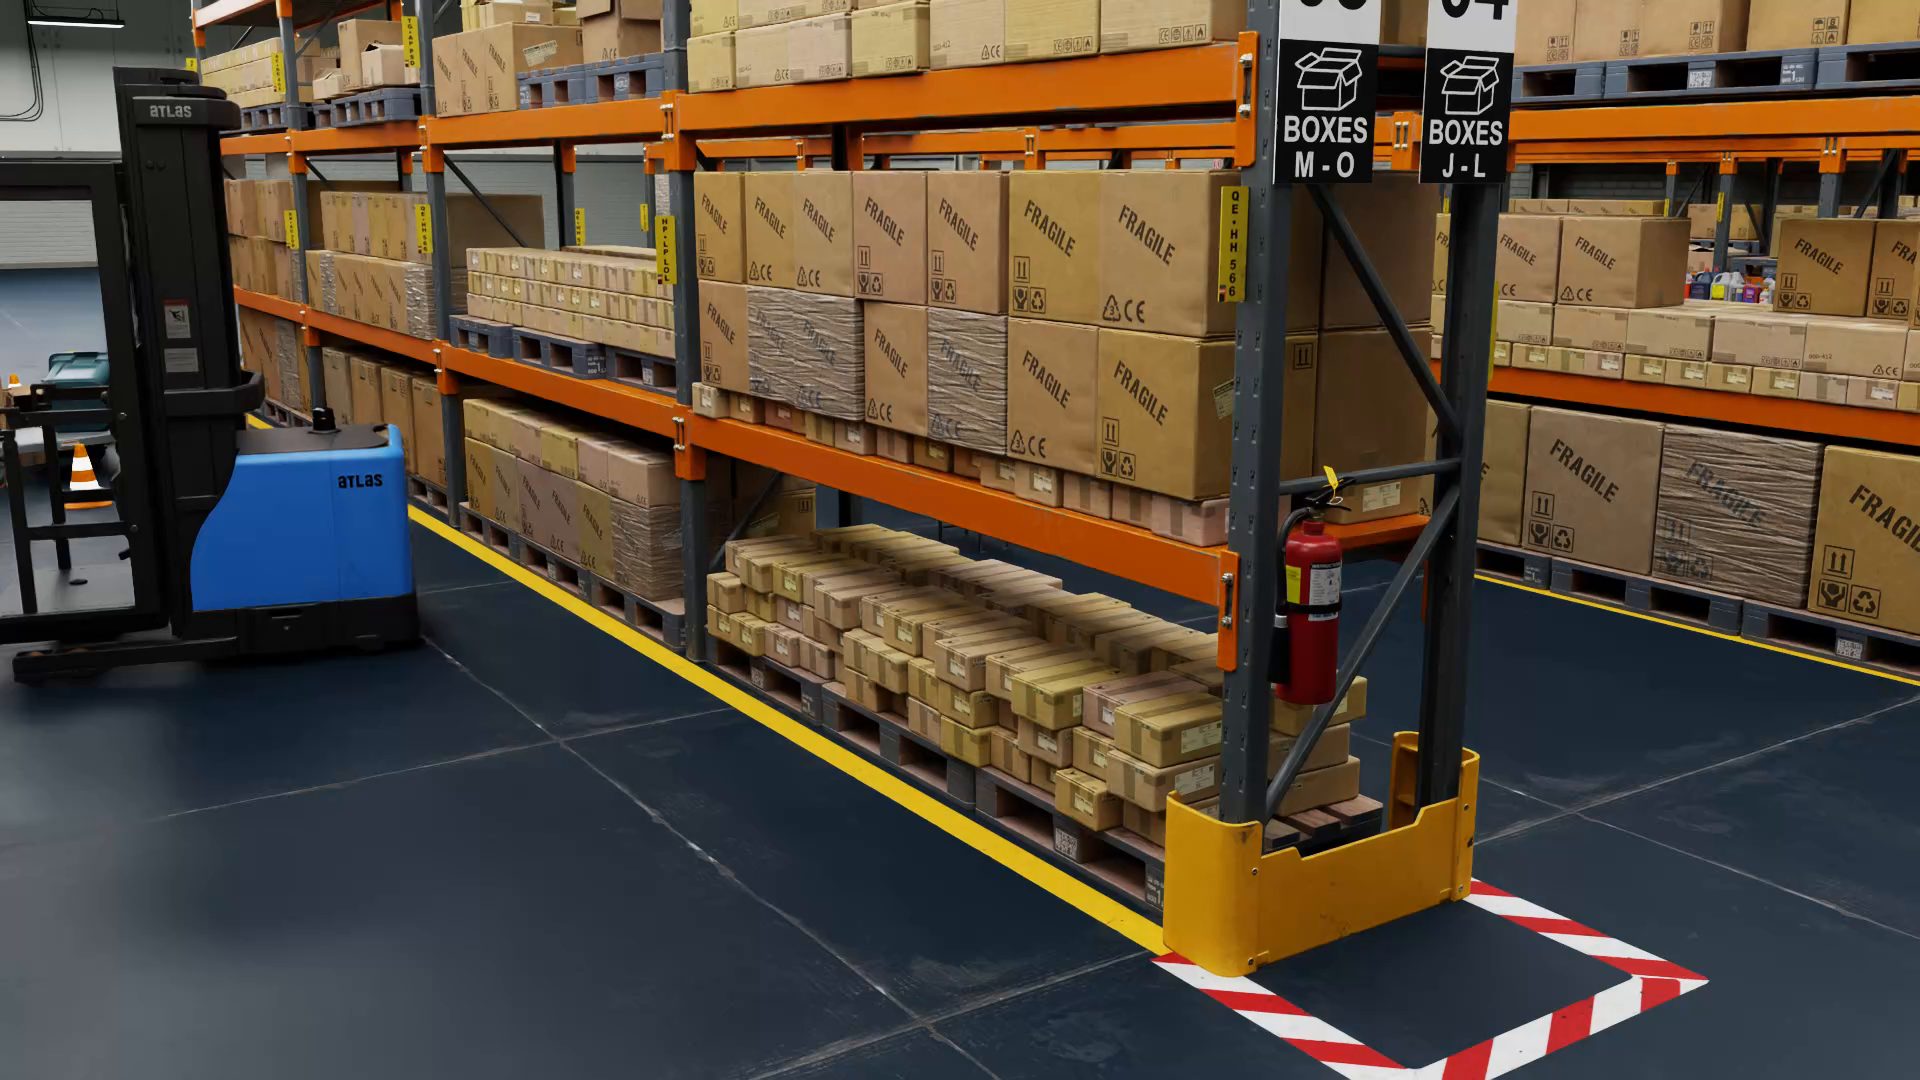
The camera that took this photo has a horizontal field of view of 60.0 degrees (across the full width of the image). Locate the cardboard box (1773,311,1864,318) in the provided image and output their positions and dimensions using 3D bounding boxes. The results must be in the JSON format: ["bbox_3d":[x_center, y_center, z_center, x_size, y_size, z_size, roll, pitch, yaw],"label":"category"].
[{"bbox_3d":[4.831,-1.129,9.157,0.500,0.250,0.500,-9,15,-35],"label":"cardboard box"}]

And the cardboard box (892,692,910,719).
[{"bbox_3d":[-0.064,0.654,7.042,0.380,0.149,0.250,-8,14,-31],"label":"cardboard box"}]

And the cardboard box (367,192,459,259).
[{"bbox_3d":[-4.268,-2.502,13.206,0.700,0.500,0.500,-8,15,-33],"label":"cardboard box"}]

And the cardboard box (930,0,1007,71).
[{"bbox_3d":[0.231,-1.810,5.948,0.500,0.250,0.500,-7,14,-30],"label":"cardboard box"}]

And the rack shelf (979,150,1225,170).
[{"bbox_3d":[1.808,-4.948,21.630,1.077,0.370,4.000,-8,15,-33],"label":"rack shelf"}]

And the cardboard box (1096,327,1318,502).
[{"bbox_3d":[0.793,-0.433,5.388,0.500,0.500,0.500,-8,15,-32],"label":"cardboard box"}]

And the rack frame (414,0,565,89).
[{"bbox_3d":[-3.176,-4.542,11.070,1.000,3.000,0.127,-8,15,-33],"label":"rack frame"}]

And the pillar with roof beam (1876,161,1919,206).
[{"bbox_3d":[9.795,-6.695,20.911,9.100,9.000,0.400,-8,15,-33],"label":"pillar with roof beam"}]

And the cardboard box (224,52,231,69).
[{"bbox_3d":[-6.985,-4.697,16.304,0.380,0.149,0.250,-8,15,-33],"label":"cardboard box"}]

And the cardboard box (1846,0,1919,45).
[{"bbox_3d":[4.897,-2.727,8.337,0.700,0.500,0.500,-9,15,-35],"label":"cardboard box"}]

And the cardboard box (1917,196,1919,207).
[{"bbox_3d":[13.163,-4.578,22.494,0.380,0.149,0.250,-11,16,-40],"label":"cardboard box"}]

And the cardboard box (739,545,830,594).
[{"bbox_3d":[-0.838,0.138,8.005,0.380,0.149,0.250,-7,14,-30],"label":"cardboard box"}]

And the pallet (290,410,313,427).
[{"bbox_3d":[-5.749,-1.105,15.922,1.003,0.211,1.213,-8,15,-33],"label":"pallet"}]

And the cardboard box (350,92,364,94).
[{"bbox_3d":[-4.532,-3.619,12.966,0.396,0.266,0.258,-8,15,-33],"label":"cardboard box"}]

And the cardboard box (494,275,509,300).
[{"bbox_3d":[-2.773,-1.635,10.724,0.380,0.149,0.250,-9,15,-35],"label":"cardboard box"}]

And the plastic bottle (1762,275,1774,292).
[{"bbox_3d":[7.165,-2.209,14.744,0.097,0.271,0.097,0,12,0],"label":"plastic bottle"}]

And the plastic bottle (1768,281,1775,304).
[{"bbox_3d":[6.861,-2.027,13.900,0.152,0.276,0.135,-8,15,-33],"label":"plastic bottle"}]

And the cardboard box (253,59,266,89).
[{"bbox_3d":[-6.159,-4.262,15.245,0.500,0.250,0.500,-8,15,-33],"label":"cardboard box"}]

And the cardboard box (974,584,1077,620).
[{"bbox_3d":[0.284,0.309,7.223,0.380,0.149,0.250,-8,15,-33],"label":"cardboard box"}]

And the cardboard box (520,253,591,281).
[{"bbox_3d":[-2.500,-1.693,10.295,0.380,0.149,0.250,-7,14,-30],"label":"cardboard box"}]

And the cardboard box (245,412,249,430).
[{"bbox_3d":[-7.107,-1.258,15.938,0.500,0.500,0.500,-5,13,-23],"label":"cardboard box"}]

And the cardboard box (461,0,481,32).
[{"bbox_3d":[-2.896,-3.304,10.400,0.396,0.266,0.258,-8,15,-33],"label":"cardboard box"}]

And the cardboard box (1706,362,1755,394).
[{"bbox_3d":[4.258,-0.887,8.986,0.380,0.149,0.250,-8,15,-33],"label":"cardboard box"}]

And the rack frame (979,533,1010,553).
[{"bbox_3d":[0.227,-0.513,10.901,0.240,1.200,0.015,-8,15,-33],"label":"rack frame"}]

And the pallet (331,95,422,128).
[{"bbox_3d":[-4.199,-3.292,12.813,1.003,0.211,1.213,-7,14,-30],"label":"pallet"}]

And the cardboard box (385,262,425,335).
[{"bbox_3d":[-3.925,-1.798,12.327,0.500,0.500,0.500,-8,15,-33],"label":"cardboard box"}]

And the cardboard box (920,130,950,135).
[{"bbox_3d":[-0.021,-3.805,15.069,0.500,0.250,0.500,-8,14,-31],"label":"cardboard box"}]

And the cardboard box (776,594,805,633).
[{"bbox_3d":[-0.646,0.318,7.882,0.380,0.149,0.250,-8,15,-33],"label":"cardboard box"}]

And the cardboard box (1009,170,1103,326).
[{"bbox_3d":[0.515,-1.014,5.705,0.500,0.500,0.500,-9,15,-35],"label":"cardboard box"}]

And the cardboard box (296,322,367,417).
[{"bbox_3d":[-5.683,-1.610,15.695,0.875,0.875,0.875,-8,15,-32],"label":"cardboard box"}]

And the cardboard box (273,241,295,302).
[{"bbox_3d":[-5.930,-2.556,15.676,0.875,0.550,0.550,-8,15,-33],"label":"cardboard box"}]

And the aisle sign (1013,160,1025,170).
[{"bbox_3d":[0.907,-5.508,23.442,0.394,0.787,0.004,-8,15,-33],"label":"aisle sign"}]

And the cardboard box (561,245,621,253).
[{"bbox_3d":[-2.523,-1.952,11.479,0.380,0.149,0.250,-9,15,-35],"label":"cardboard box"}]

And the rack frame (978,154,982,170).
[{"bbox_3d":[0.700,-4.190,23.500,1.000,3.000,0.127,-8,15,-33],"label":"rack frame"}]

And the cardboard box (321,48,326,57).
[{"bbox_3d":[-5.878,-4.595,15.838,0.380,0.149,0.250,-8,15,-32],"label":"cardboard box"}]

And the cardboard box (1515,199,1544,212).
[{"bbox_3d":[9.508,-5.363,27.414,0.500,0.500,0.500,-9,15,-35],"label":"cardboard box"}]

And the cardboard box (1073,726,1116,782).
[{"bbox_3d":[0.626,0.740,5.949,0.380,0.149,0.250,-9,15,-34],"label":"cardboard box"}]

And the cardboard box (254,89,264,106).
[{"bbox_3d":[-6.286,-4.083,15.360,0.380,0.149,0.250,-8,15,-33],"label":"cardboard box"}]

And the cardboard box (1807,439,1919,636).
[{"bbox_3d":[5.020,-0.030,8.466,0.875,0.875,0.875,-8,15,-33],"label":"cardboard box"}]

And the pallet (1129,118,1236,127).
[{"bbox_3d":[2.032,-3.247,12.610,1.003,0.211,1.213,-7,14,-30],"label":"pallet"}]

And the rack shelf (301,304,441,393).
[{"bbox_3d":[-4.284,-1.616,13.414,1.077,0.370,4.000,-8,15,-33],"label":"rack shelf"}]

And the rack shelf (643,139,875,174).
[{"bbox_3d":[-2.316,-4.362,18.949,1.077,0.370,4.000,-8,15,-33],"label":"rack shelf"}]

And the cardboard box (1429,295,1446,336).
[{"bbox_3d":[3.267,-1.427,10.520,0.500,0.250,0.500,-8,15,-34],"label":"cardboard box"}]

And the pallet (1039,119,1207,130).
[{"bbox_3d":[1.410,-3.446,13.518,1.213,0.211,1.003,-7,14,-30],"label":"pallet"}]

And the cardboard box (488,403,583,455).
[{"bbox_3d":[-2.715,-0.721,10.749,0.500,0.250,0.500,-8,15,-33],"label":"cardboard box"}]

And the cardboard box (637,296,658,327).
[{"bbox_3d":[-1.492,-1.222,8.838,0.380,0.149,0.250,-8,15,-32],"label":"cardboard box"}]

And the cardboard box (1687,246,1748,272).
[{"bbox_3d":[9.093,-3.379,20.001,0.500,0.311,0.500,-7,14,-29],"label":"cardboard box"}]

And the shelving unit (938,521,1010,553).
[{"bbox_3d":[0.092,-0.557,11.099,0.258,1.200,0.503,-8,15,-33],"label":"shelving unit"}]

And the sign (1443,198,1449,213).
[{"bbox_3d":[6.580,-4.460,22.522,0.100,0.325,0.005,-8,15,-33],"label":"sign"}]

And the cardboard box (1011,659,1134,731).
[{"bbox_3d":[0.411,0.561,6.071,0.380,0.149,0.250,-8,15,-34],"label":"cardboard box"}]

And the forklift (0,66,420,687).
[{"bbox_3d":[-4.415,-0.845,8.364,3.031,2.935,1.130,-4,13,-19],"label":"forklift"}]

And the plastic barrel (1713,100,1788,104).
[{"bbox_3d":[6.674,-3.956,13.988,0.600,0.588,0.600,0,12,0],"label":"plastic barrel"}]

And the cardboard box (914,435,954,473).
[{"bbox_3d":[0.039,-0.376,6.646,0.380,0.149,0.250,-8,15,-32],"label":"cardboard box"}]

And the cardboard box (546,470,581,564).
[{"bbox_3d":[-2.144,-0.169,9.982,0.500,0.500,0.500,-8,15,-34],"label":"cardboard box"}]

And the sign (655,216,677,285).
[{"bbox_3d":[-1.420,-1.400,8.031,0.100,0.325,0.005,-8,15,-33],"label":"sign"}]

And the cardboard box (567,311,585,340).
[{"bbox_3d":[-2.069,-1.261,9.713,0.380,0.149,0.250,-7,14,-30],"label":"cardboard box"}]

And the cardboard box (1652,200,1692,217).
[{"bbox_3d":[11.077,-5.062,26.038,0.500,0.500,0.500,-9,15,-34],"label":"cardboard box"}]
